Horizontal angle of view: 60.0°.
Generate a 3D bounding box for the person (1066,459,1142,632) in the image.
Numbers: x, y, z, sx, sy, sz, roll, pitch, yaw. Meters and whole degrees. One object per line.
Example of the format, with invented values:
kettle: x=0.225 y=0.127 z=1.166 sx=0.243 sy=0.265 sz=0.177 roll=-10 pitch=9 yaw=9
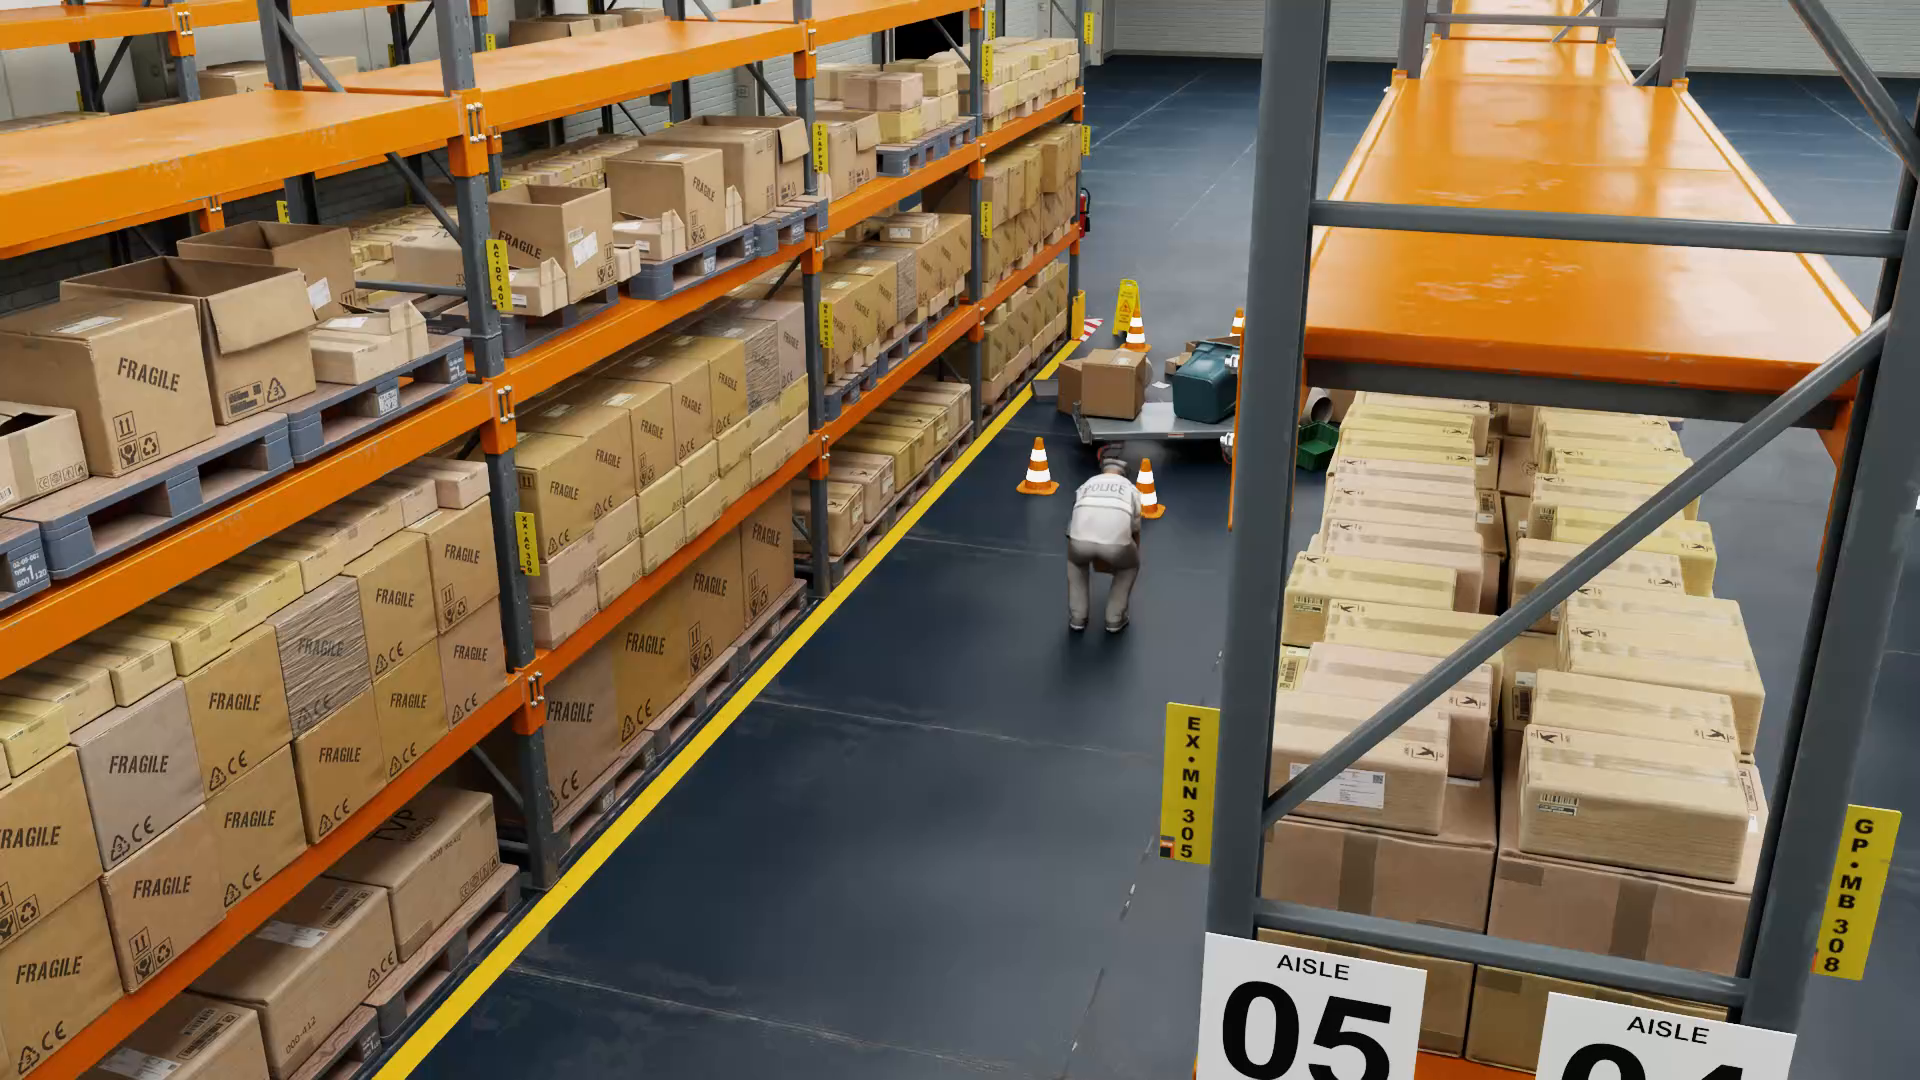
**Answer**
person: x=1.040 y=0.045 z=11.906 sx=0.528 sy=1.077 sz=1.033 roll=5 pitch=22 yaw=13
